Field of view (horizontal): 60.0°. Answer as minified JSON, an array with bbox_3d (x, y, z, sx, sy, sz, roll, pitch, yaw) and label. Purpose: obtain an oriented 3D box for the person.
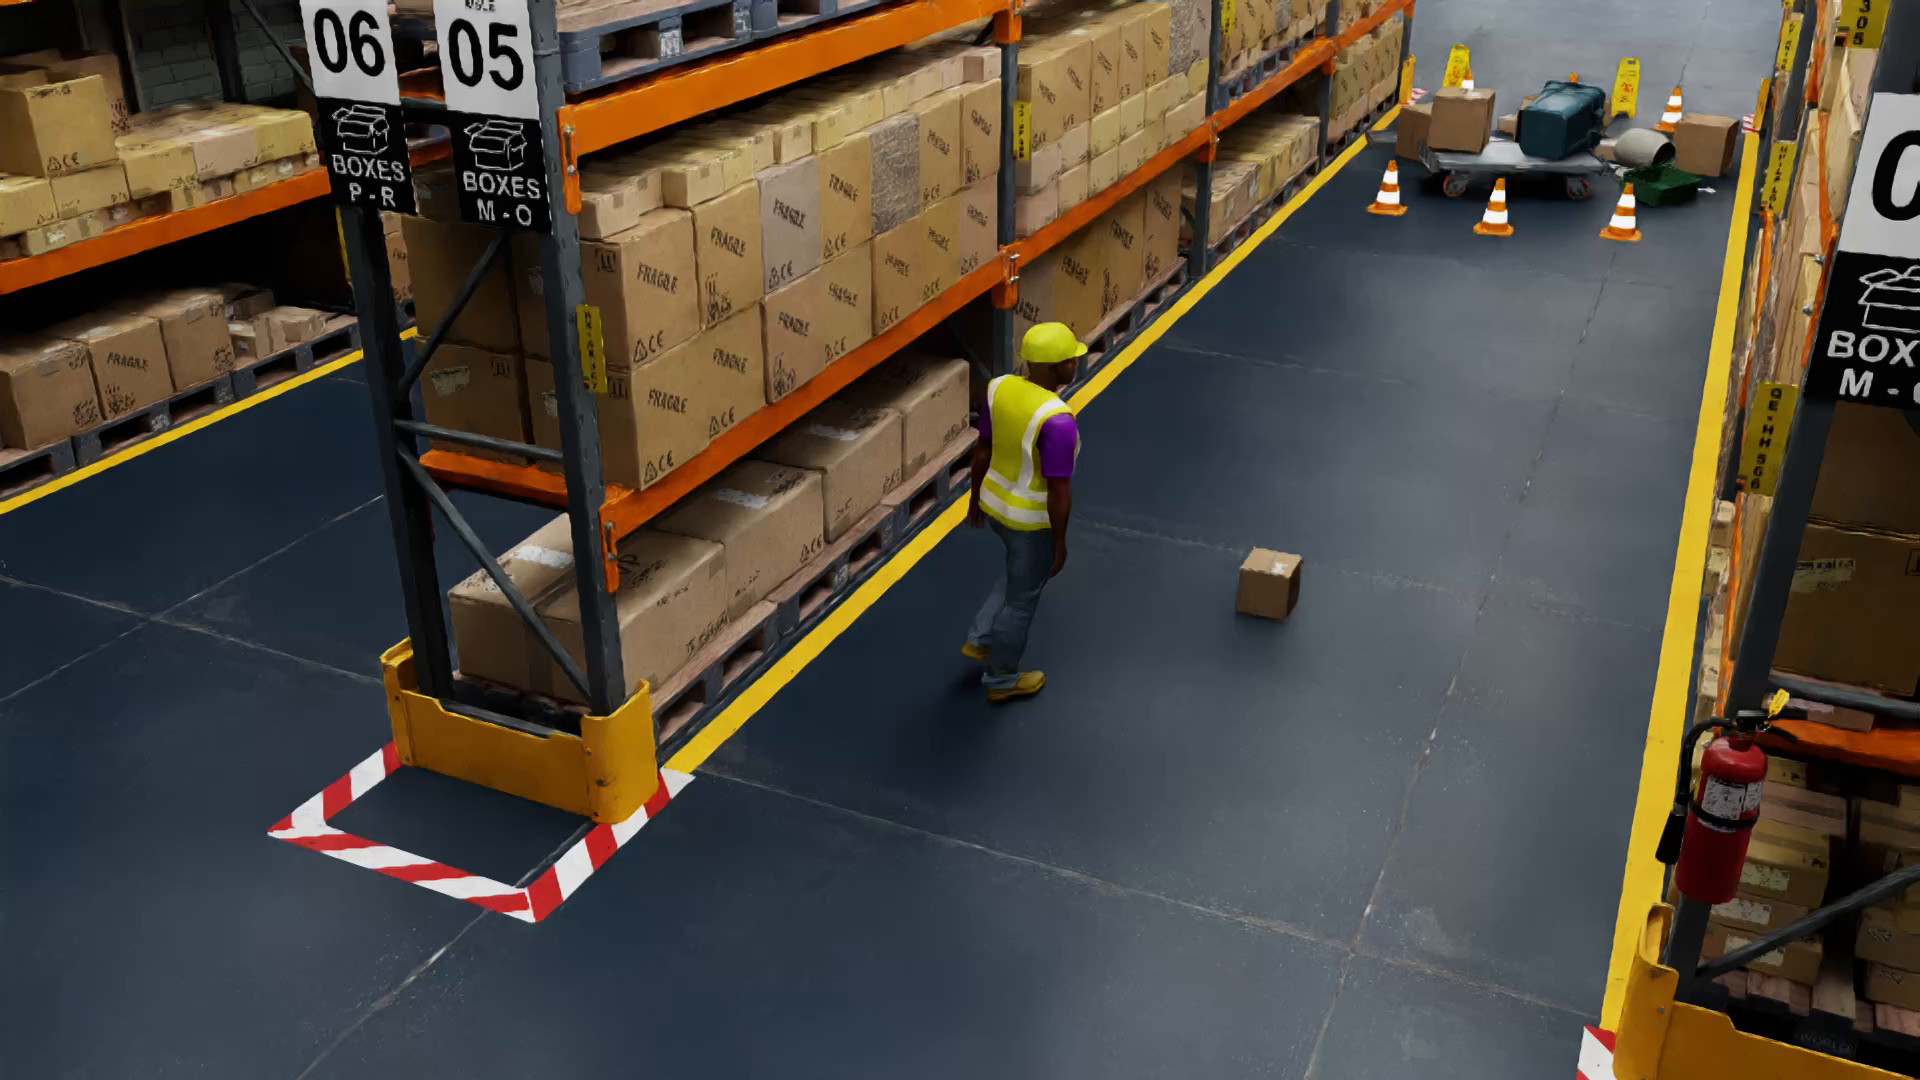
[{"bbox_3d":[0.284,-0.109,7.282,0.501,1.756,0.614,-14,29,-27],"label":"person"}]
